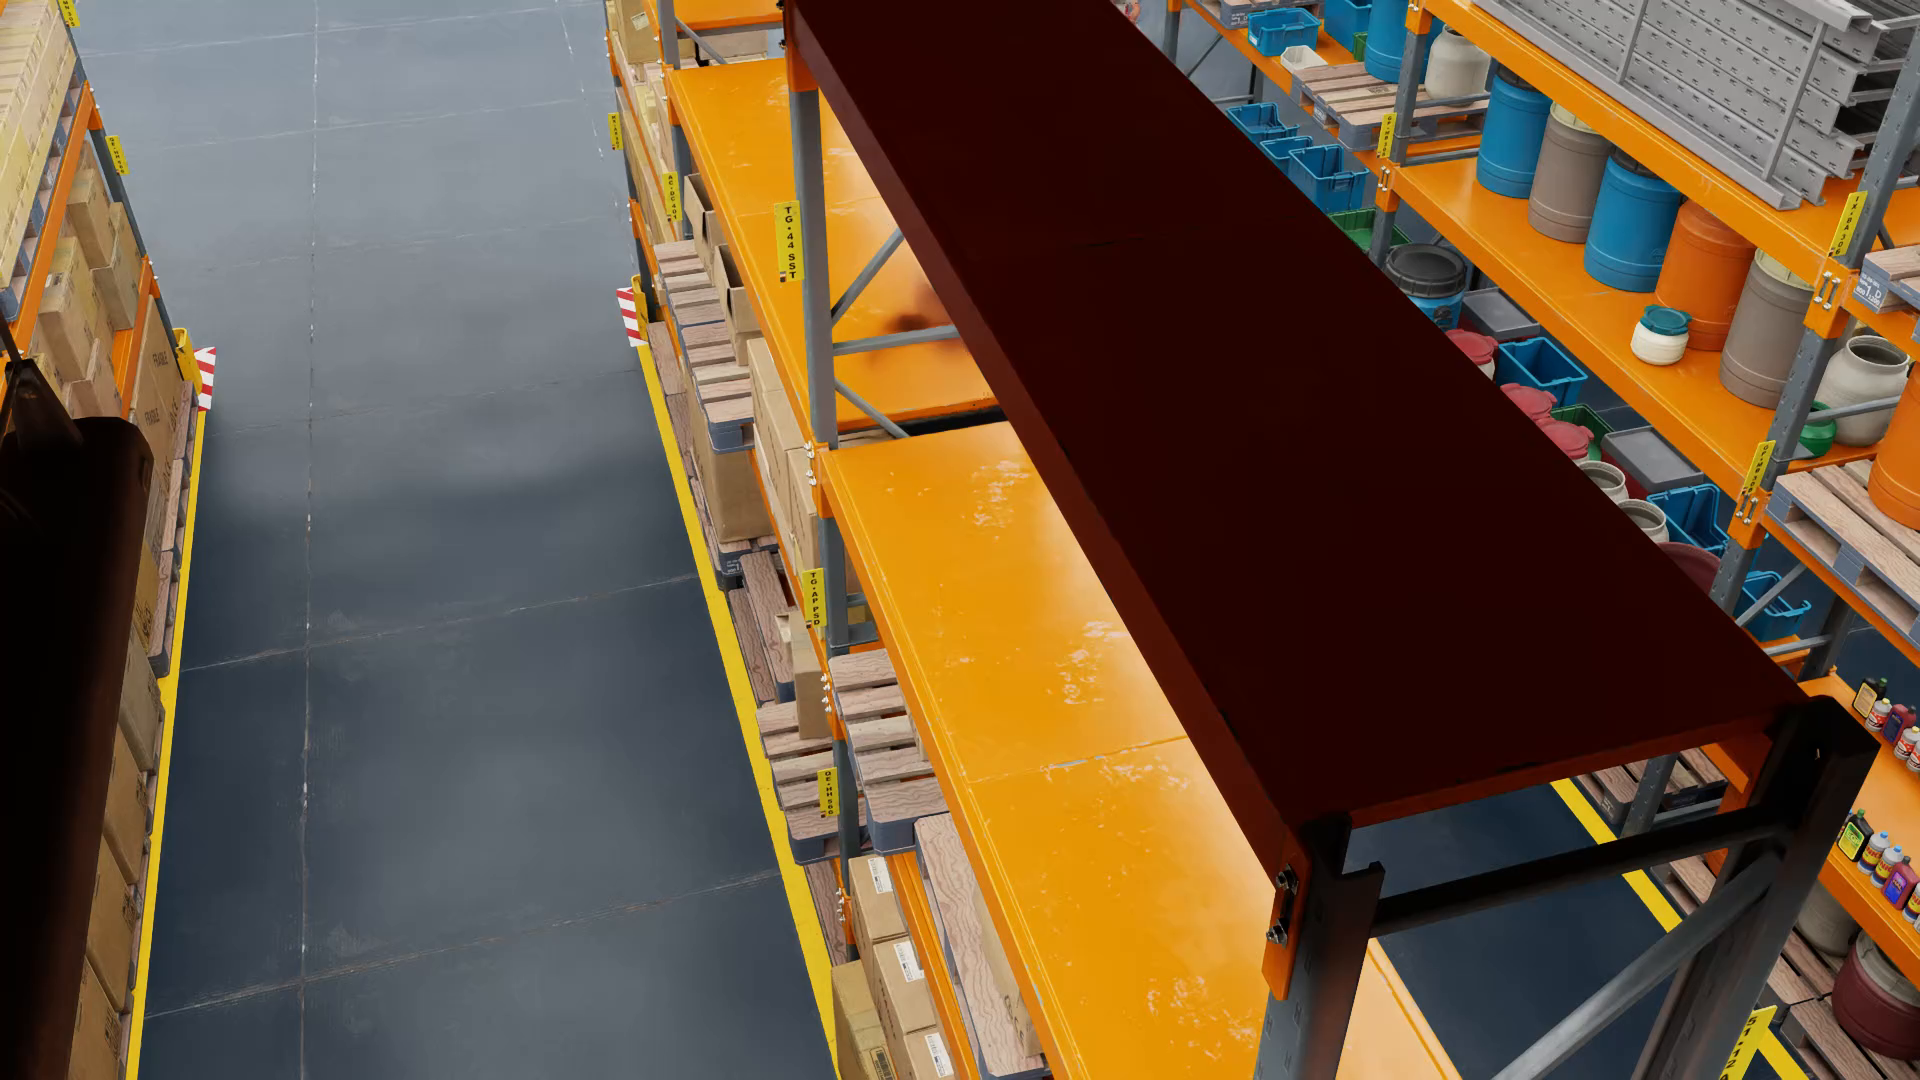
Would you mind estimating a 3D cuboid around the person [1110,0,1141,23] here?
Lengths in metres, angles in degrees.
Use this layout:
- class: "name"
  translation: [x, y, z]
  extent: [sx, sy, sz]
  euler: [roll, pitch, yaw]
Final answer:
- class: "person"
  translation: [1.788, -5.701, 18.563]
  extent: [0.908, 1.770, 0.668]
  euler: [3, 38, 4]
